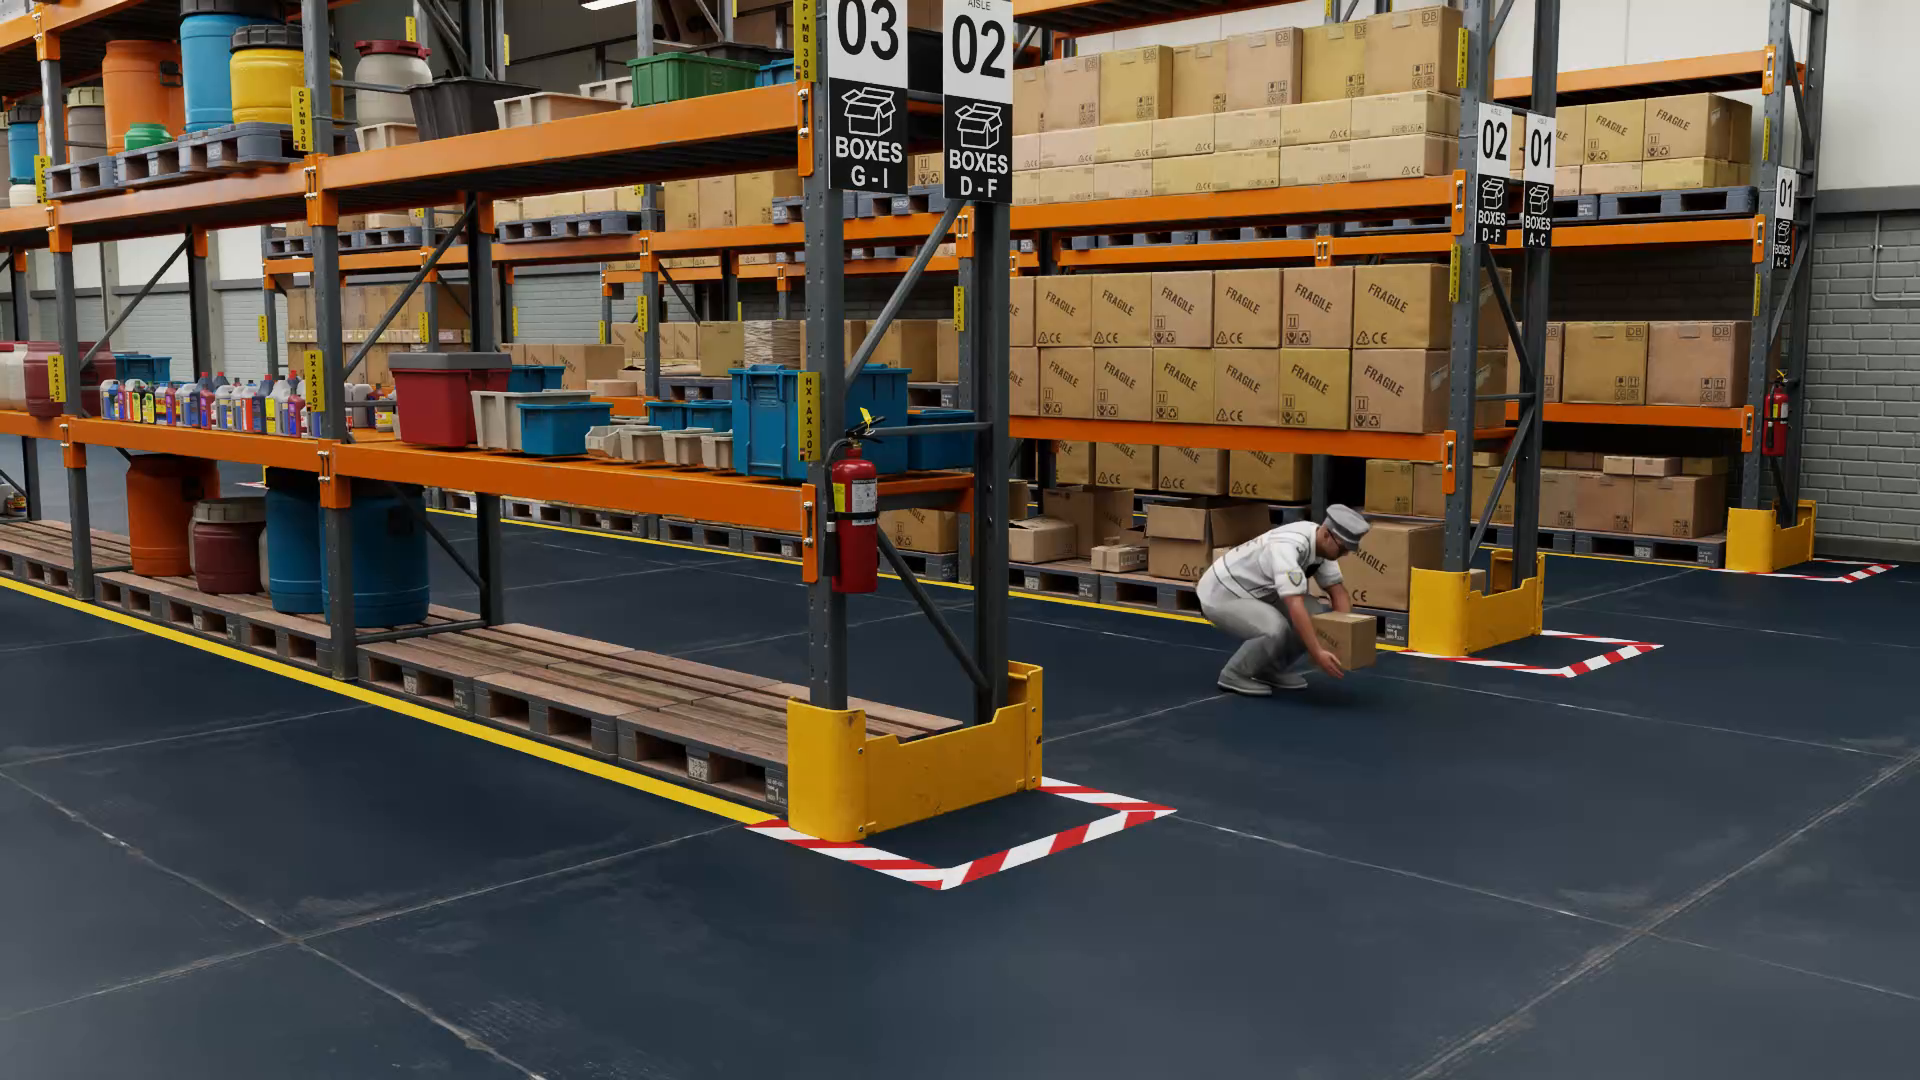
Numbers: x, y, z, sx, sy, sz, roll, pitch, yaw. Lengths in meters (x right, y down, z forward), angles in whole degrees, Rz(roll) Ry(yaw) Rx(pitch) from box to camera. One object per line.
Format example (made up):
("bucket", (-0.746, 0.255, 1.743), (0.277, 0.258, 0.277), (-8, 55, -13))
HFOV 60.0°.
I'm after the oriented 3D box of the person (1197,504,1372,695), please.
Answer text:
("person", (1.714, 0.307, 8.788), (0.912, 1.014, 0.565), (7, 10, 43))
